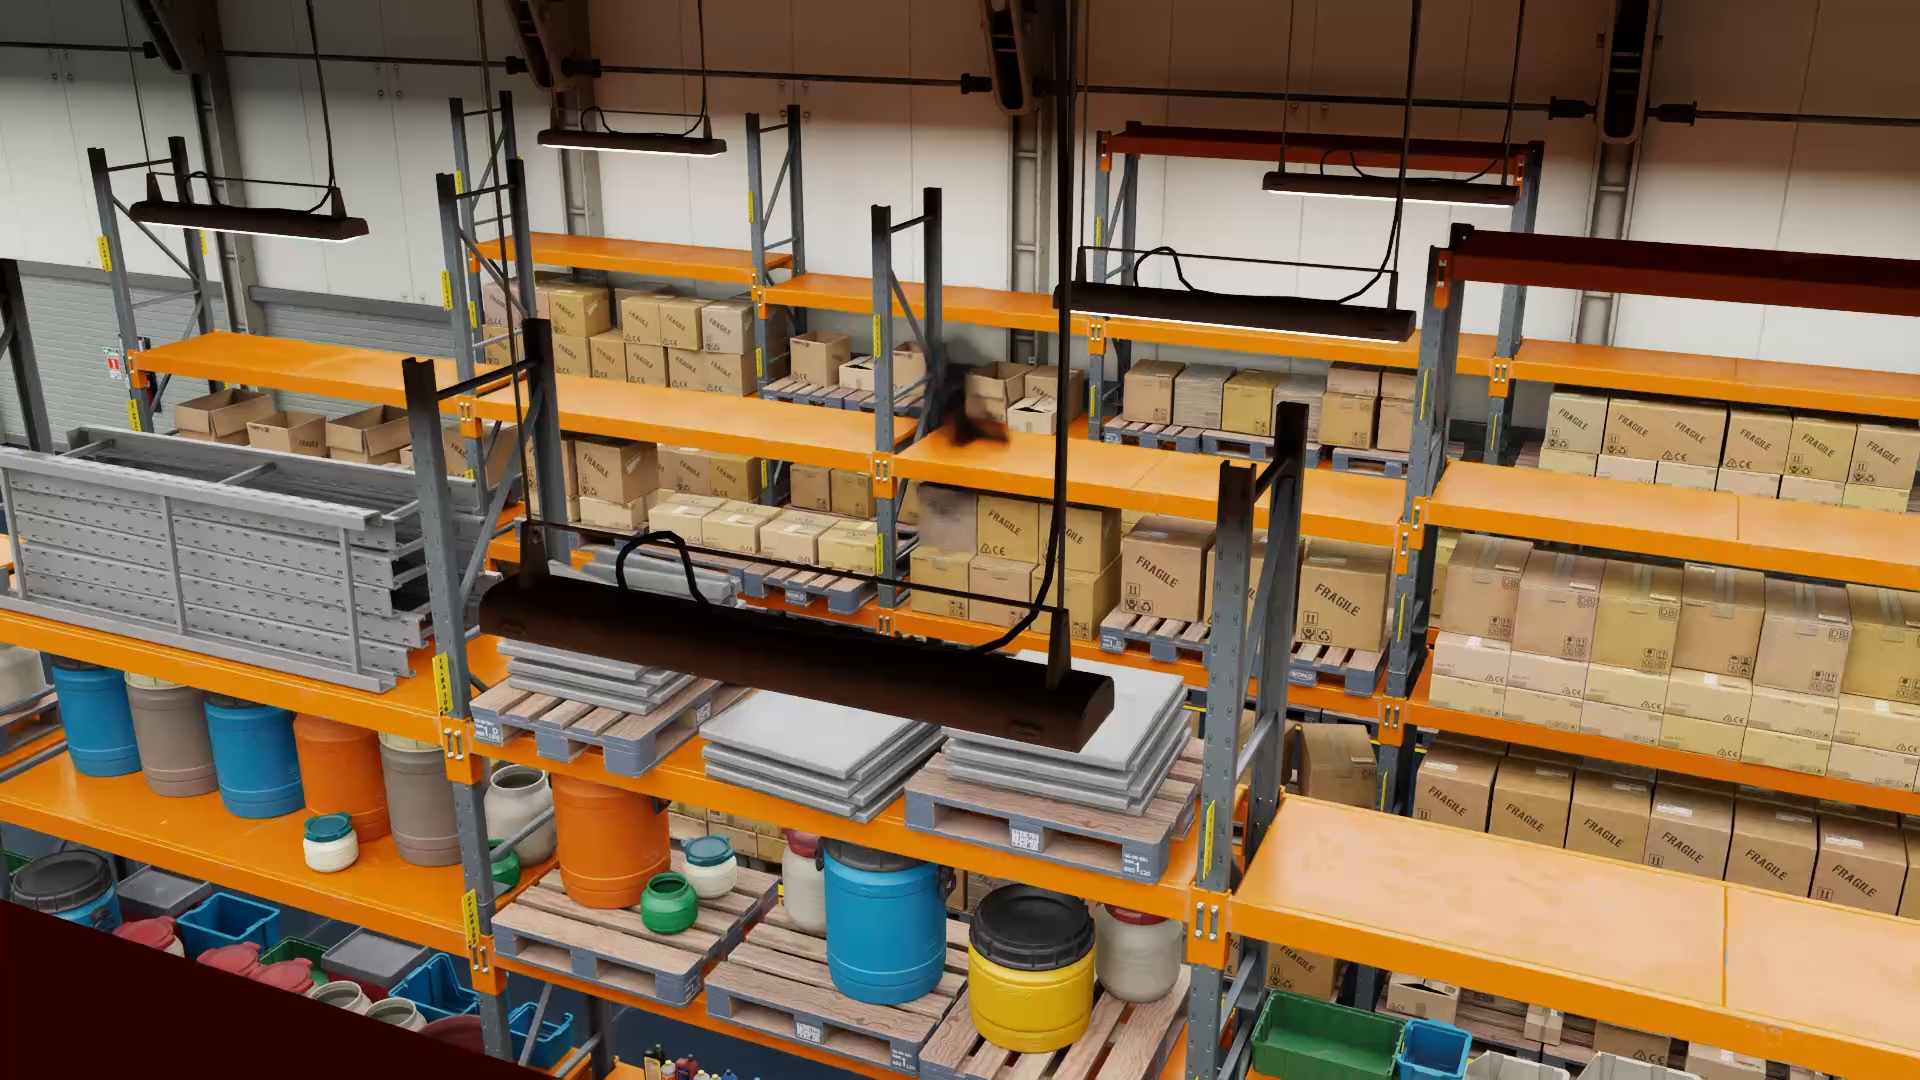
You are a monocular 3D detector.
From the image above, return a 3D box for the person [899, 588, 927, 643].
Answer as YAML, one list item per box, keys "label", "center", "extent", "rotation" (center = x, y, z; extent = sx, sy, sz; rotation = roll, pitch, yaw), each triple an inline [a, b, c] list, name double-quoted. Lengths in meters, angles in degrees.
- label: "person"
  center: [-0.453, 1.093, 16.493]
  extent: [0.597, 1.744, 0.690]
  rotation: [5, 21, 13]
